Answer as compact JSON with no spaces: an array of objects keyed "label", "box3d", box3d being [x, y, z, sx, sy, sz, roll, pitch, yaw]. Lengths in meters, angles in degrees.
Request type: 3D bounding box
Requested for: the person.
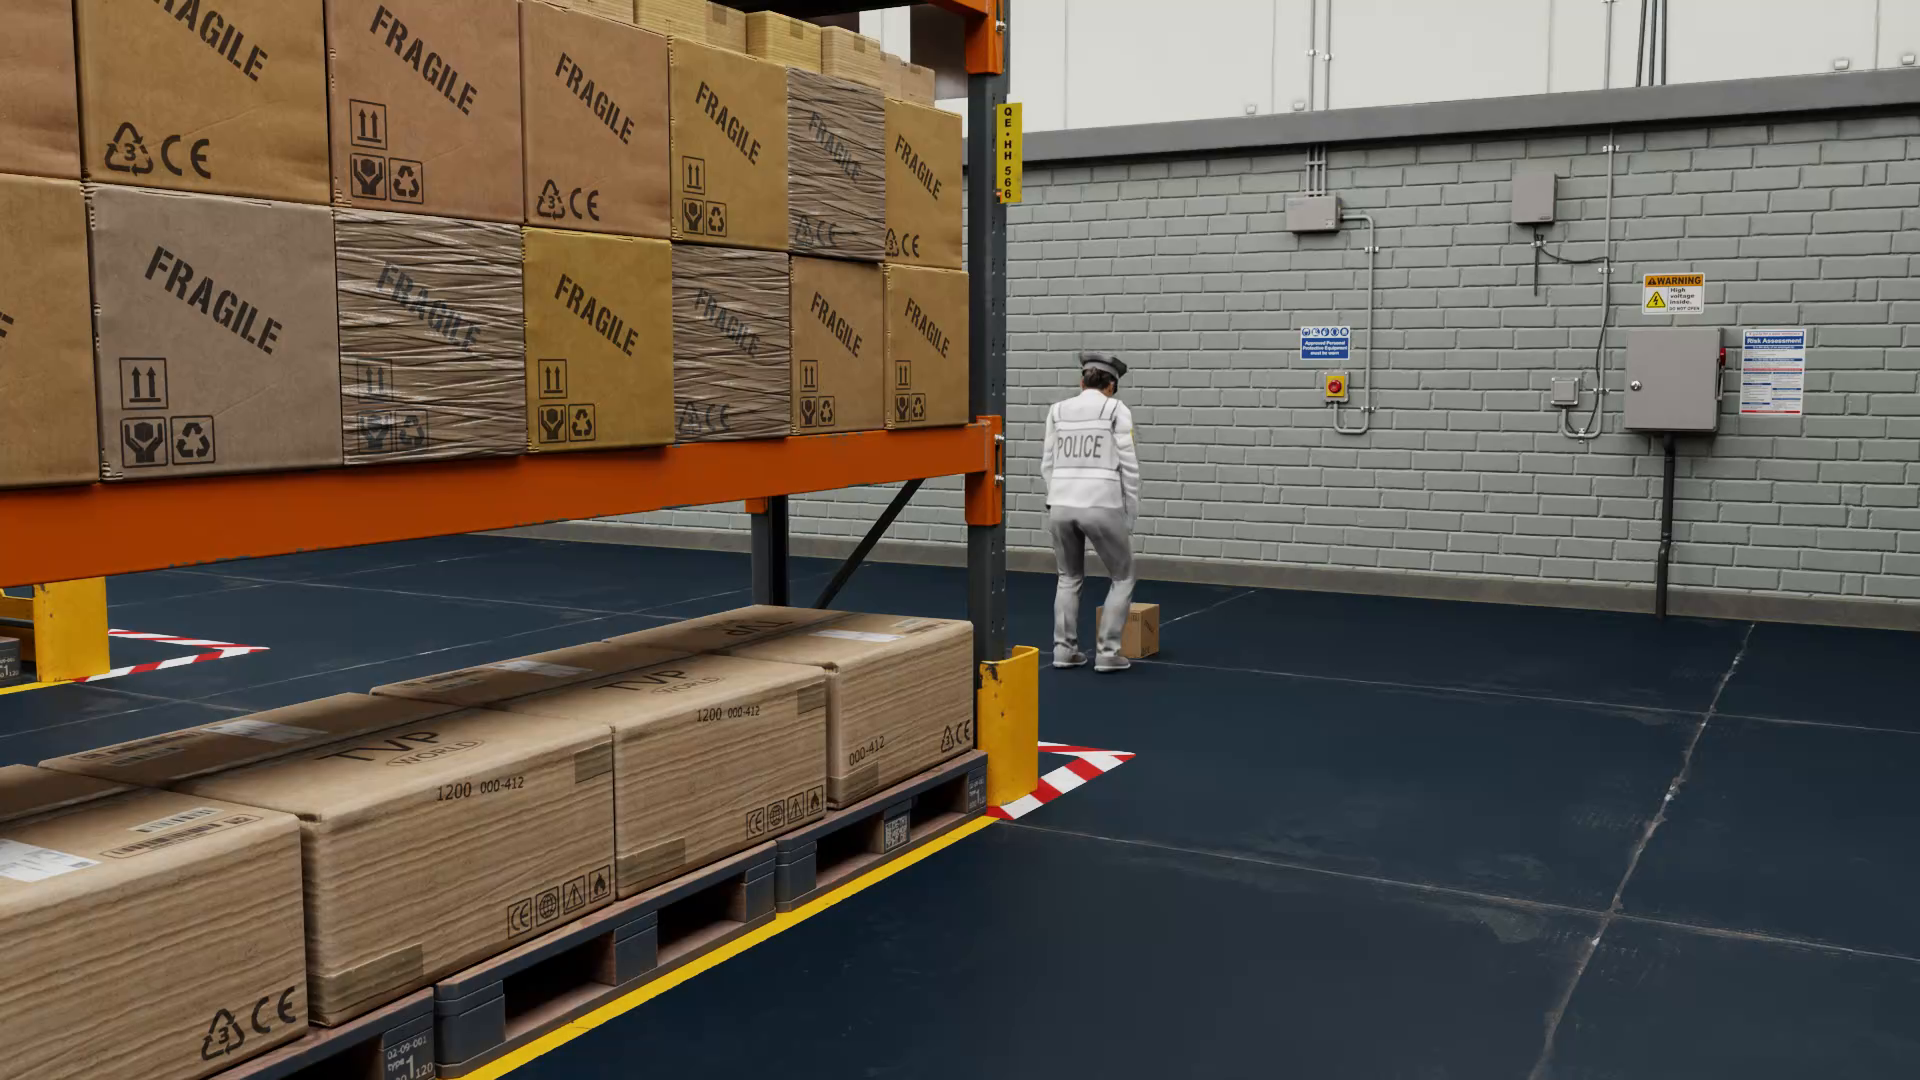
[{"label":"person","box3d":[0.637,-0.131,8.218,0.520,1.548,0.548,3,7,30]}]
